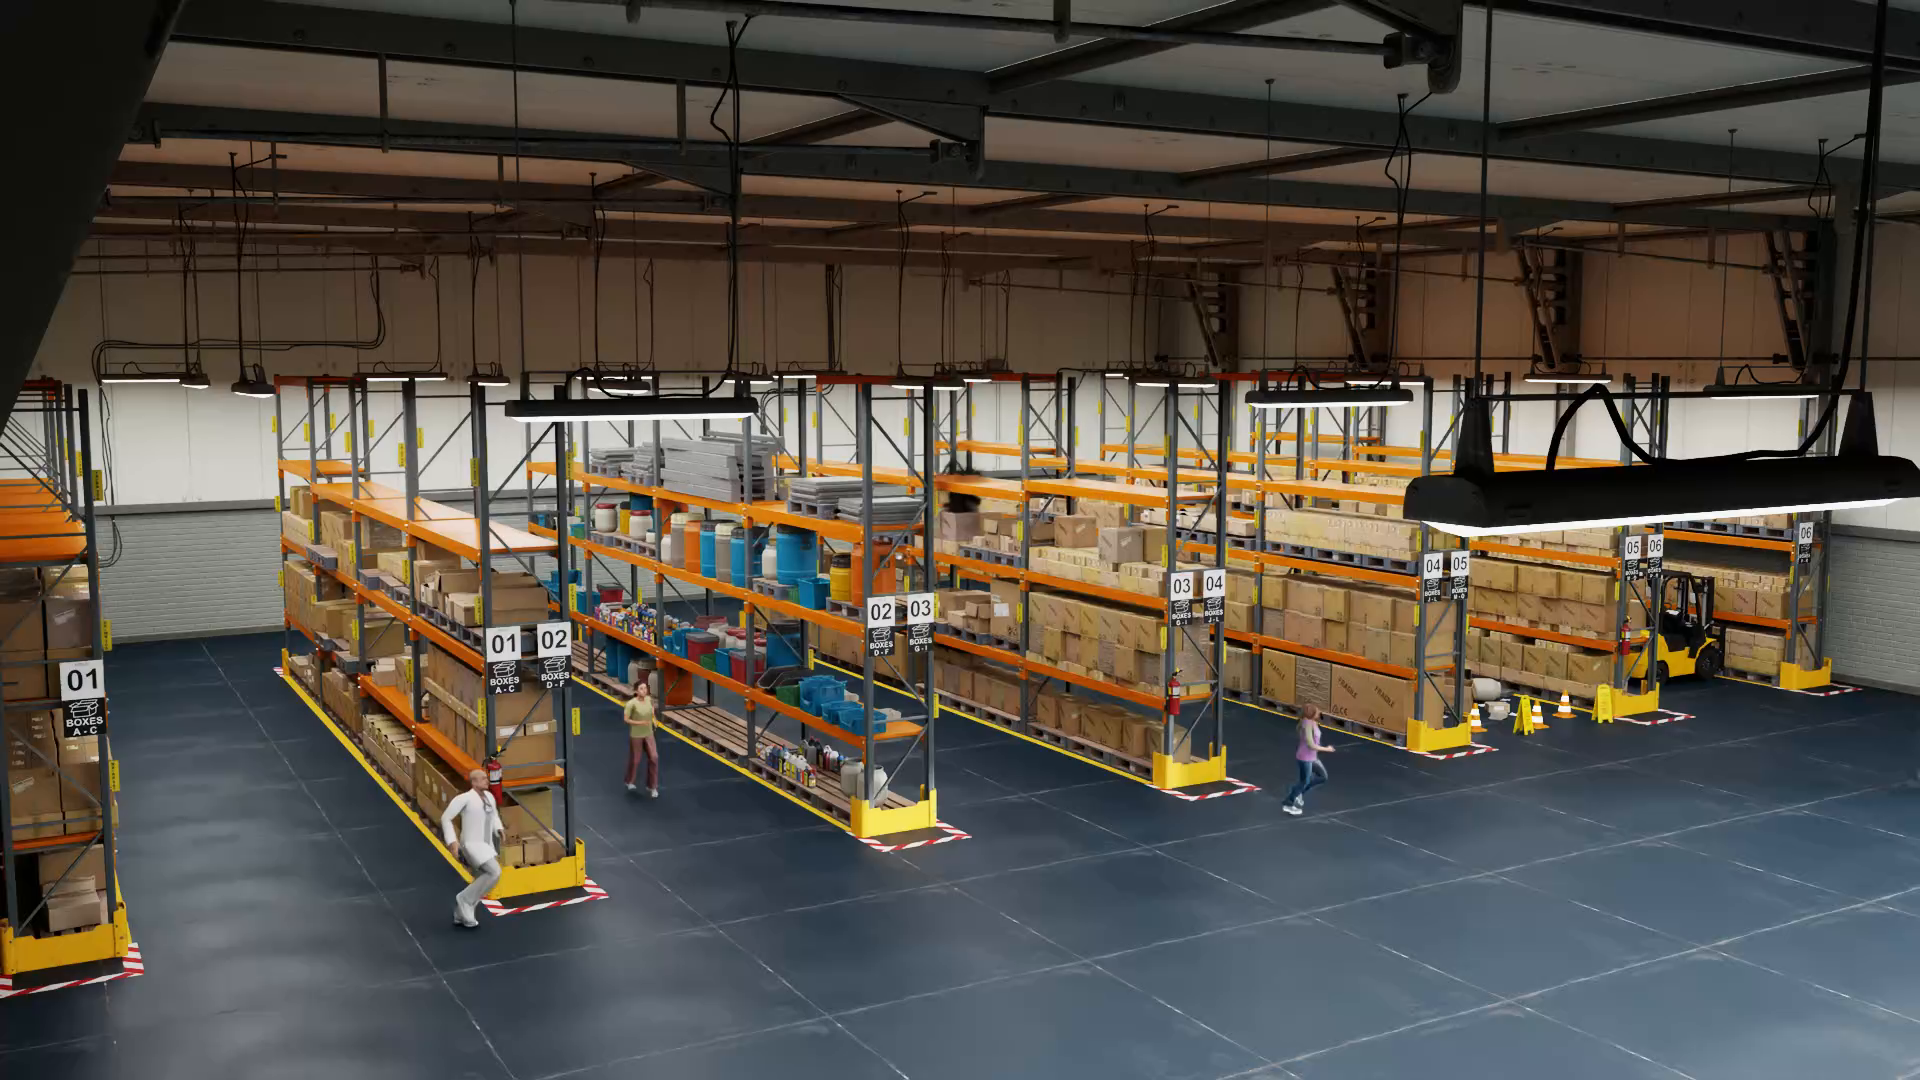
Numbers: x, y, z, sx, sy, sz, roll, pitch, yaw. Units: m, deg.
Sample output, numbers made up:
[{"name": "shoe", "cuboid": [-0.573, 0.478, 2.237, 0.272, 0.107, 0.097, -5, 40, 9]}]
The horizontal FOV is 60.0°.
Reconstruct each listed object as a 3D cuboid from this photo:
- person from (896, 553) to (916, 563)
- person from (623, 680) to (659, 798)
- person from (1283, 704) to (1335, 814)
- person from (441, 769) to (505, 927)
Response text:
[{"name": "person", "cuboid": [-1.411, 0.990, 40.995, 0.765, 1.709, 0.596, 2, 7, 21]}, {"name": "person", "cuboid": [-4.627, 2.881, 24.093, 0.594, 1.743, 0.729, -5, 8, -39]}, {"name": "person", "cuboid": [4.855, 3.031, 23.098, 0.701, 1.554, 0.568, 2, 7, 19]}, {"name": "person", "cuboid": [-5.368, 3.437, 18.665, 0.624, 1.702, 0.714, 2, 7, 18]}]
